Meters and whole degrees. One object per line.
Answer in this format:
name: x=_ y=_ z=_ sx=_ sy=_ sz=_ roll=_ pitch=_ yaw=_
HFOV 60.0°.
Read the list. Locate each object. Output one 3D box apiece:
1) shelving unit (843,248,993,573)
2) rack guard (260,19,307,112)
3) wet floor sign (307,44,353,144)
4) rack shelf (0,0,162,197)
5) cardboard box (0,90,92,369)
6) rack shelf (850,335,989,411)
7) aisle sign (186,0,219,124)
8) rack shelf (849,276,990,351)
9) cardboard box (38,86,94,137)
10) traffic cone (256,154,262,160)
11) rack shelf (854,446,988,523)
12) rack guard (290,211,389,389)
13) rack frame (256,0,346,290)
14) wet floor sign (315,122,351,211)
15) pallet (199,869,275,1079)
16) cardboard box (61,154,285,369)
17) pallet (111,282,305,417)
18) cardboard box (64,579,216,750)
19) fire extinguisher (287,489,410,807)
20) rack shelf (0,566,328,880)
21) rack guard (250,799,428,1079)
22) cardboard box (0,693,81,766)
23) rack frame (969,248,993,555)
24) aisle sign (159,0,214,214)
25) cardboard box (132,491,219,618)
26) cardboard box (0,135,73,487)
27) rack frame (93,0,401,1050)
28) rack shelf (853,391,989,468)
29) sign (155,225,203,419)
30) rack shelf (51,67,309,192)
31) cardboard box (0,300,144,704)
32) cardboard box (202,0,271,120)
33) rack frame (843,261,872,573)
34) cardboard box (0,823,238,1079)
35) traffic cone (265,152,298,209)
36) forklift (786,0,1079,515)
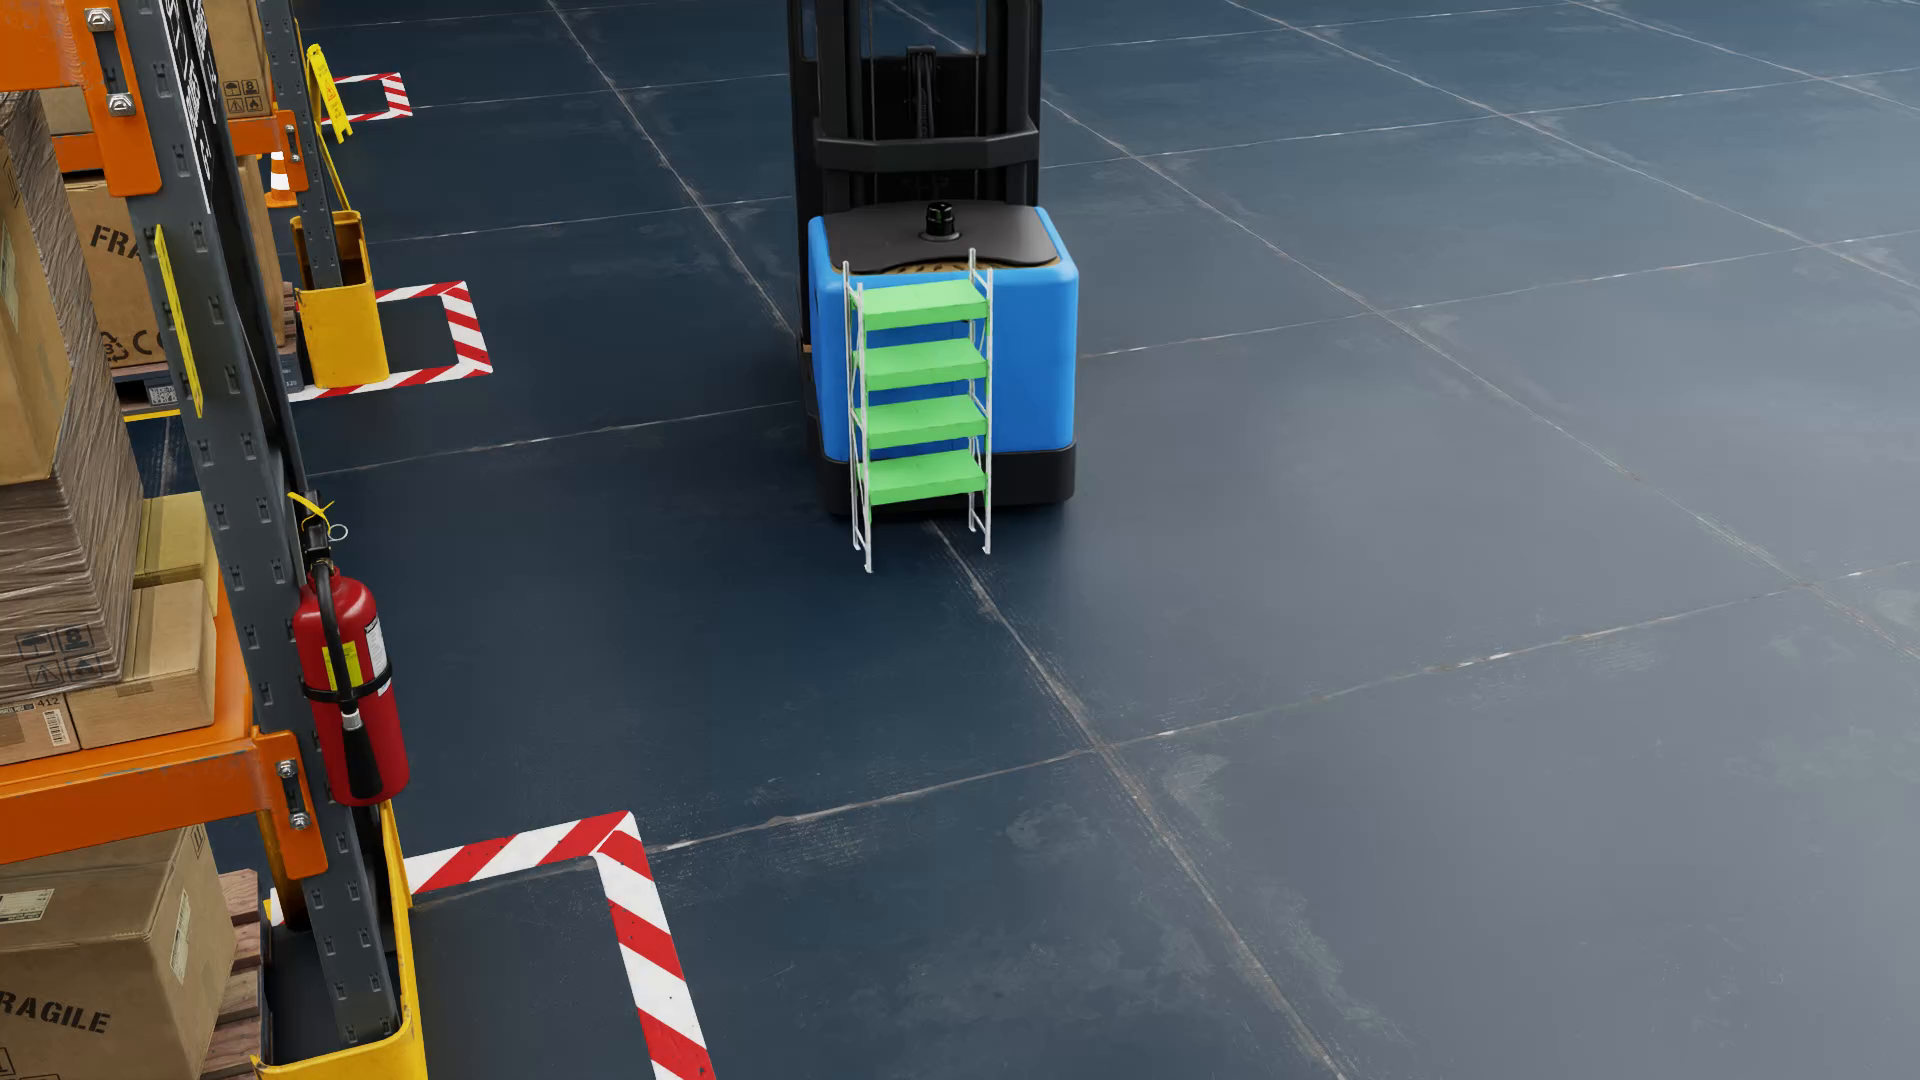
shelving unit: x=-0.155 y=-0.484 z=6.388 sx=0.503 sy=1.200 sz=0.258 roll=-9 pitch=31 yaw=-15
rack guard: x=-5.059 y=-3.497 z=12.383 sx=0.348 sy=0.500 sz=1.175 roll=-10 pitch=31 yaw=-18
wet floor sign: x=-4.437 y=-3.109 z=11.556 sx=0.232 sy=0.644 sz=0.267 roll=0 pitch=30 yaw=0
rack shelf: x=-3.407 y=-0.644 z=2.546 sx=4.000 sy=0.370 sz=1.077 roll=-10 pitch=31 yaw=-18
cardboard box: x=-2.143 y=-0.637 z=3.426 sx=0.500 sy=0.500 sz=0.500 roll=-10 pitch=31 yaw=-18
rack shelf: x=-0.155 y=-0.637 z=6.301 sx=0.480 sy=0.148 sz=0.258 roll=-9 pitch=31 yaw=-15
aisle sign: x=-1.579 y=-1.278 z=3.336 sx=0.004 sy=0.787 sz=0.394 roll=-10 pitch=31 yaw=-18
rack shelf: x=-0.155 y=-0.846 z=6.182 sx=0.480 sy=0.148 sz=0.258 roll=-9 pitch=31 yaw=-15
cardboard box: x=-4.007 y=-2.192 z=7.416 sx=0.550 sy=0.550 sz=0.875 roll=-10 pitch=31 yaw=-18
traffic cone: x=-4.941 y=-2.821 z=11.234 sx=0.334 sy=0.463 sz=0.336 roll=-10 pitch=31 yaw=-18
rack shelf: x=-0.155 y=-0.220 z=6.539 sx=0.480 sy=0.148 sz=0.258 roll=-9 pitch=31 yaw=-15
rack guard: x=-3.145 y=-1.235 z=8.413 sx=0.348 sy=0.500 sz=1.175 roll=-10 pitch=31 yaw=-18
rack frame: x=-3.167 y=-2.317 z=7.787 sx=0.127 sy=3.000 sz=1.000 roll=-10 pitch=31 yaw=-18
wet floor sign: x=-3.831 y=-2.218 z=9.991 sx=0.232 sy=0.644 sz=0.267 roll=-16 pitch=33 yaw=-26
pallet: x=-2.378 y=1.350 z=4.167 sx=1.213 sy=0.211 sz=1.003 roll=-10 pitch=31 yaw=-18
cardboard box: x=-3.780 y=-1.428 z=7.949 sx=0.875 sy=0.875 sz=0.875 roll=-10 pitch=31 yaw=-17
pallet: x=-3.890 y=-0.931 z=8.171 sx=1.213 sy=0.211 sz=1.003 roll=-10 pitch=31 yaw=-18
cardboard box: x=-1.728 y=0.256 z=3.525 sx=0.250 sy=0.149 sz=0.380 roll=-10 pitch=31 yaw=-18
fire extinguisher: x=-1.265 y=0.229 z=3.395 sx=0.183 sy=0.674 sz=0.296 roll=-10 pitch=31 yaw=-18
rack shelf: x=-3.407 y=0.660 z=3.289 sx=4.000 sy=0.370 sz=1.077 roll=-10 pitch=31 yaw=-18
rack guard: x=-1.604 y=1.101 z=4.313 sx=0.348 sy=0.500 sz=1.175 roll=-10 pitch=31 yaw=-18
cardboard box: x=-1.962 y=0.299 z=3.449 sx=0.250 sy=0.149 sz=0.380 roll=-10 pitch=31 yaw=-18
rack frame: x=0.078 y=-0.519 z=6.450 sx=0.015 sy=1.200 sz=0.240 roll=-9 pitch=31 yaw=-15
aisle sign: x=-1.370 y=-0.999 z=2.848 sx=0.004 sy=0.787 sz=0.394 roll=-10 pitch=31 yaw=-18
cardboard box: x=-1.883 y=0.049 z=3.887 sx=0.250 sy=0.149 sz=0.380 roll=-10 pitch=31 yaw=-18
cardboard box: x=-1.962 y=-0.396 z=3.003 sx=0.500 sy=0.500 sz=0.500 roll=-10 pitch=31 yaw=-18
rack frame: x=-1.533 y=0.002 z=3.717 sx=0.127 sy=3.000 sz=1.000 roll=-10 pitch=31 yaw=-18
rack shelf: x=-0.155 y=-0.429 z=6.420 sx=0.480 sy=0.148 sz=0.258 roll=-9 pitch=31 yaw=-15
sign: x=-1.358 y=-0.378 z=2.894 sx=0.005 sy=0.325 sz=0.100 roll=-10 pitch=31 yaw=-18
rack shelf: x=-5.042 y=-1.659 z=7.359 sx=4.000 sy=0.370 sz=1.077 roll=-10 pitch=31 yaw=-18
cardboard box: x=-2.058 y=-0.089 z=3.474 sx=0.500 sy=0.500 sz=0.875 roll=-10 pitch=31 yaw=-18
cardboard box: x=-3.499 y=-2.297 z=7.600 sx=0.550 sy=0.550 sz=0.875 roll=-10 pitch=31 yaw=-18
rack frame: x=-0.389 y=-0.449 z=6.327 sx=0.015 sy=1.200 sz=0.240 roll=-9 pitch=31 yaw=-15
cardboard box: x=-2.124 y=1.005 z=4.056 sx=0.500 sy=0.500 sz=0.500 roll=-5 pitch=30 yaw=-8
traffic cone: x=-4.236 y=-2.365 z=10.433 sx=0.334 sy=0.463 sz=0.336 roll=-10 pitch=31 yaw=-18
forklift: x=-0.225 y=-2.081 z=7.442 sx=1.130 sy=2.935 sz=3.031 roll=-4 pitch=30 yaw=-7
